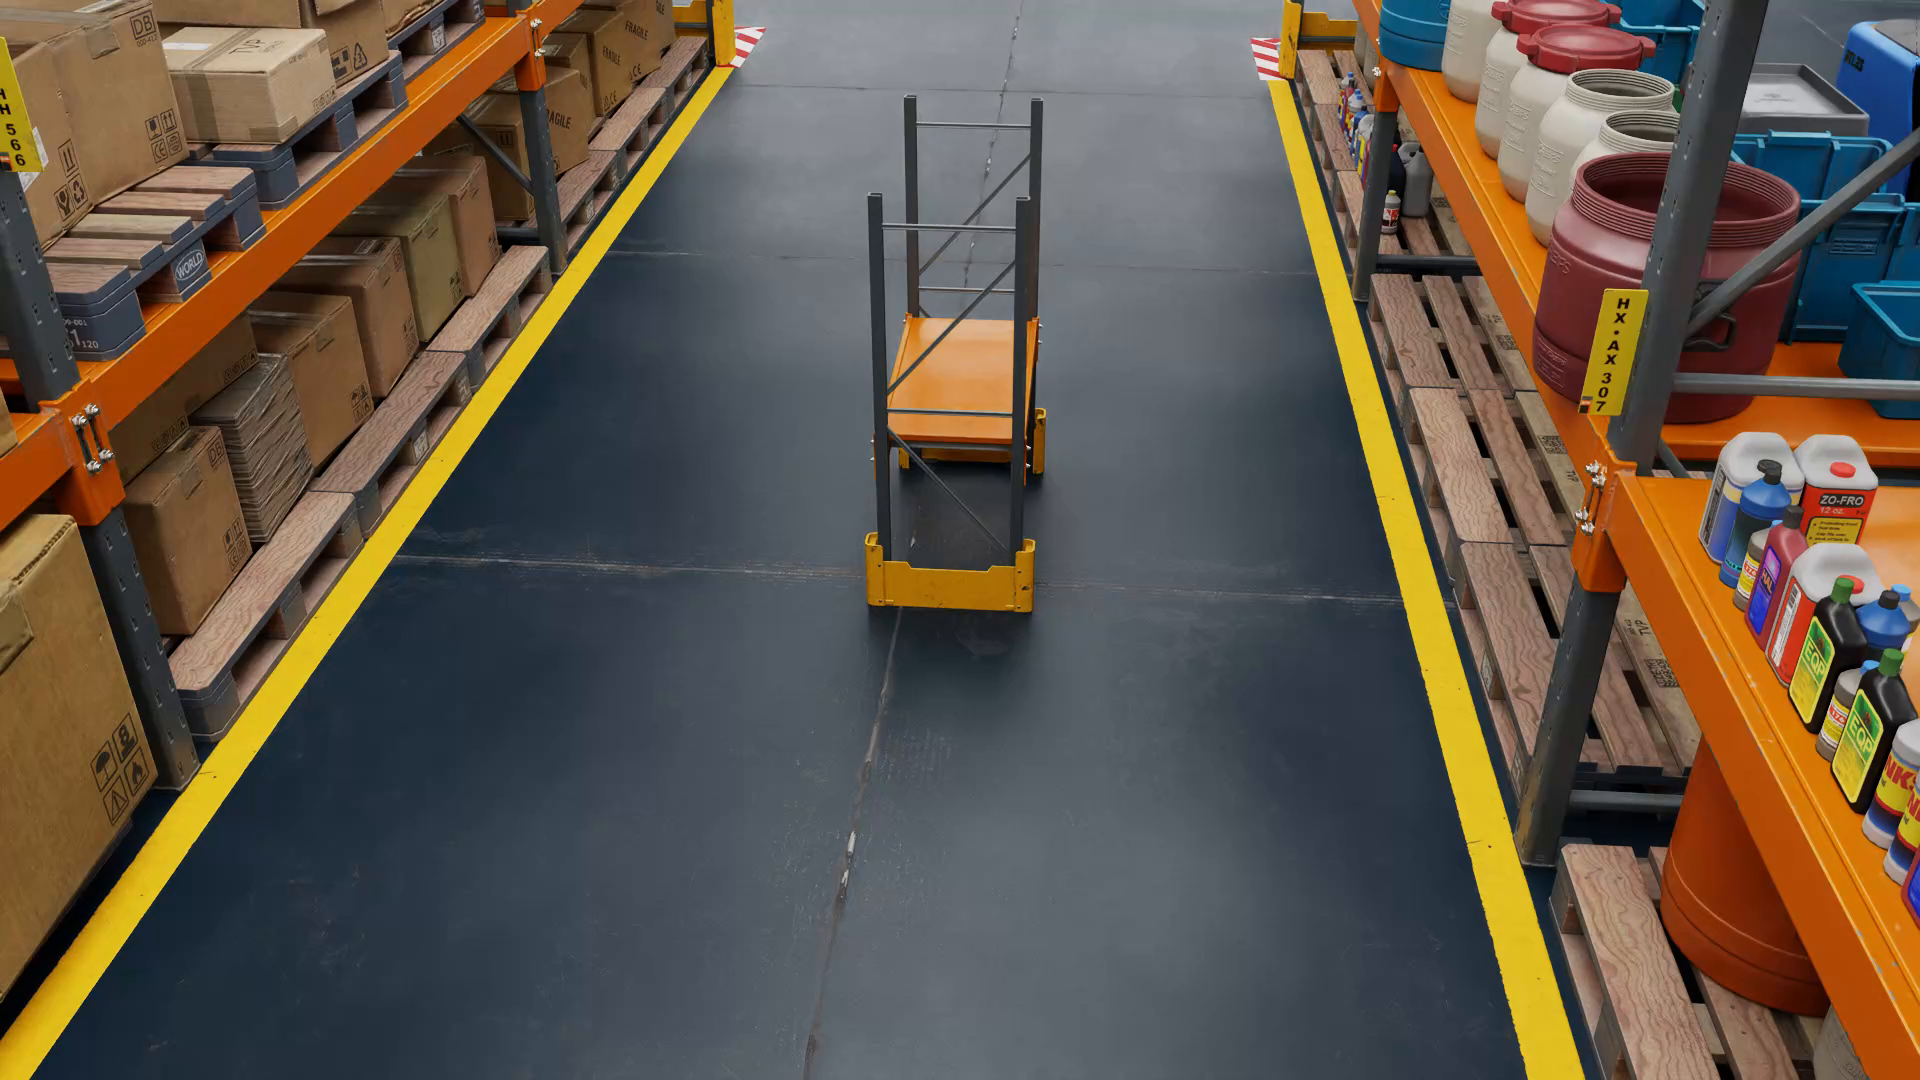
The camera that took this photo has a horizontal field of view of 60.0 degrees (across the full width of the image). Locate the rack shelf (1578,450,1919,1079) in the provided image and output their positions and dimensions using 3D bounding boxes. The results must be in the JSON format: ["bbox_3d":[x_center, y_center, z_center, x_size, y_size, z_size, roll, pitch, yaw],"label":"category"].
[{"bbox_3d":[1.939,0.998,2.458,1.077,0.370,4.000,2,32,4],"label":"rack shelf"}]

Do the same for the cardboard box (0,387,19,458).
[{"bbox_3d":[-2.628,-0.340,3.847,0.500,0.500,0.500,3,32,5],"label":"cardboard box"}]

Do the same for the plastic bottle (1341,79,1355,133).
[{"bbox_3d":[2.258,-2.516,9.644,0.061,0.283,0.133,3,32,5],"label":"plastic bottle"}]

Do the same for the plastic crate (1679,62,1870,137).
[{"bbox_3d":[2.538,-1.214,5.299,0.402,0.464,0.583,2,32,4],"label":"plastic crate"}]

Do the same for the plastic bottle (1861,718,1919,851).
[{"bbox_3d":[1.640,0.405,2.857,0.097,0.271,0.097,0,32,0],"label":"plastic bottle"}]

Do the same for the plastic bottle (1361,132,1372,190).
[{"bbox_3d":[2.180,-2.013,8.828,0.061,0.283,0.133,5,32,7],"label":"plastic bottle"}]

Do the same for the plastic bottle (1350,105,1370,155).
[{"bbox_3d":[2.242,-2.291,9.290,0.097,0.271,0.097,0,32,0],"label":"plastic bottle"}]

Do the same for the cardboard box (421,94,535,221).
[{"bbox_3d":[-2.437,-1.980,8.586,0.500,0.500,0.500,2,32,2],"label":"cardboard box"}]

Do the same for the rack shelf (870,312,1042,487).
[{"bbox_3d":[0.007,-0.530,6.023,0.538,0.185,1.000,2,32,4],"label":"rack shelf"}]

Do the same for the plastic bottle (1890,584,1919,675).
[{"bbox_3d":[1.832,0.180,3.288,0.097,0.201,0.097,0,32,0],"label":"plastic bottle"}]

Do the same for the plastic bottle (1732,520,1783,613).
[{"bbox_3d":[1.700,0.053,3.494,0.097,0.201,0.097,0,32,0],"label":"plastic bottle"}]

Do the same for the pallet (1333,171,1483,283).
[{"bbox_3d":[2.524,-1.608,8.659,1.003,0.211,1.213,2,32,4],"label":"pallet"}]

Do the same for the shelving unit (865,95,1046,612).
[{"bbox_3d":[0.006,-0.678,5.921,0.587,1.500,1.083,2,32,4],"label":"shelving unit"}]

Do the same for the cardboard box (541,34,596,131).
[{"bbox_3d":[-2.425,-2.607,9.604,0.500,0.500,0.500,0,32,0],"label":"cardboard box"}]

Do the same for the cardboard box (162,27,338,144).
[{"bbox_3d":[-2.469,-1.547,5.645,0.500,0.250,0.500,2,32,3],"label":"cardboard box"}]

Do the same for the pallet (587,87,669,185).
[{"bbox_3d":[-2.393,-2.463,10.045,1.003,0.211,1.213,2,32,4],"label":"pallet"}]

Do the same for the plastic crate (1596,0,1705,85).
[{"bbox_3d":[2.648,-1.849,6.407,0.392,0.384,0.575,2,32,4],"label":"plastic crate"}]

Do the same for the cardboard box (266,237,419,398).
[{"bbox_3d":[-2.683,-0.919,6.846,0.700,0.500,0.500,0,32,0],"label":"cardboard box"}]

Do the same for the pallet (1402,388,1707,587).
[{"bbox_3d":[2.305,-0.207,6.385,1.003,0.211,1.213,2,32,4],"label":"pallet"}]

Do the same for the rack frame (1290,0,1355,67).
[{"bbox_3d":[2.753,-4.538,10.754,1.000,3.000,0.127,2,32,4],"label":"rack frame"}]

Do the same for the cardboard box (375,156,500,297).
[{"bbox_3d":[-2.581,-1.461,7.724,0.700,0.500,0.500,0,32,0],"label":"cardboard box"}]

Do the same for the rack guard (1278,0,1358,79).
[{"bbox_3d":[2.794,-3.432,11.342,1.175,0.500,0.348,2,32,4],"label":"rack guard"}]

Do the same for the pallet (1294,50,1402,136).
[{"bbox_3d":[2.722,-2.884,10.729,1.003,0.211,1.213,2,32,4],"label":"pallet"}]

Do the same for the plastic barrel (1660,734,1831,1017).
[{"bbox_3d":[2.079,0.647,4.009,0.600,0.830,0.708,2,32,4],"label":"plastic barrel"}]

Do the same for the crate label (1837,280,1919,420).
[{"bbox_3d":[2.510,-0.487,4.341,0.303,0.233,0.416,2,32,4],"label":"crate label"}]

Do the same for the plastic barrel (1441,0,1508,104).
[{"bbox_3d":[2.131,-2.013,6.528,0.433,0.535,0.433,0,32,0],"label":"plastic barrel"}]

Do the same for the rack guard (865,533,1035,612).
[{"bbox_3d":[-0.034,0.114,5.827,0.587,0.250,0.087,2,32,4],"label":"rack guard"}]

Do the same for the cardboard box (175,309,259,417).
[{"bbox_3d":[-2.777,-0.638,5.674,0.500,0.250,0.500,6,32,10],"label":"cardboard box"}]

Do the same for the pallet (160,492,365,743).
[{"bbox_3d":[-2.770,0.213,5.704,1.003,0.211,1.213,2,32,4],"label":"pallet"}]

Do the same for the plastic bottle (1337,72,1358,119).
[{"bbox_3d":[2.295,-2.629,9.838,0.097,0.271,0.097,0,32,0],"label":"plastic bottle"}]

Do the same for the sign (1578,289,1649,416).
[{"bbox_3d":[1.553,-0.444,3.955,0.100,0.325,0.005,2,32,4],"label":"sign"}]

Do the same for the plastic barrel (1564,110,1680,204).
[{"bbox_3d":[1.973,-0.949,4.824,0.421,0.512,0.421,0,32,0],"label":"plastic barrel"}]

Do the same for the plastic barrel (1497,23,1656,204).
[{"bbox_3d":[2.036,-1.403,5.538,0.433,0.535,0.433,0,32,0],"label":"plastic barrel"}]

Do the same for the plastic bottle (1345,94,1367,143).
[{"bbox_3d":[2.259,-2.397,9.462,0.097,0.271,0.097,0,32,0],"label":"plastic bottle"}]

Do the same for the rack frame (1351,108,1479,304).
[{"bbox_3d":[2.427,-2.446,7.360,1.000,3.000,0.127,2,32,4],"label":"rack frame"}]

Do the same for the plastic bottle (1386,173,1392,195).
[{"bbox_3d":[2.138,-1.743,8.388,0.061,0.283,0.133,4,32,6],"label":"plastic bottle"}]

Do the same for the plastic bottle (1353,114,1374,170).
[{"bbox_3d":[2.252,-2.177,9.100,0.152,0.276,0.135,3,32,5],"label":"plastic bottle"}]

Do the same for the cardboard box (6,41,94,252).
[{"bbox_3d":[-2.831,-1.071,4.634,0.500,0.500,0.500,-1,32,-2],"label":"cardboard box"}]

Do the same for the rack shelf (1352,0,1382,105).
[{"bbox_3d":[2.590,-3.186,9.246,1.077,0.370,4.000,2,32,4],"label":"rack shelf"}]

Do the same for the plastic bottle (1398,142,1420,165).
[{"bbox_3d":[2.358,-1.930,8.699,0.152,0.276,0.135,2,32,4],"label":"plastic bottle"}]

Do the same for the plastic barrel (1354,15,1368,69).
[{"bbox_3d":[2.776,-3.310,10.733,0.421,0.512,0.421,0,32,0],"label":"plastic barrel"}]

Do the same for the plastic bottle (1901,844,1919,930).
[{"bbox_3d":[1.605,0.510,2.675,0.061,0.283,0.133,2,32,4],"label":"plastic bottle"}]

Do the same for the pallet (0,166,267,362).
[{"bbox_3d":[-2.883,-0.861,4.972,1.213,0.211,1.003,2,32,4],"label":"pallet"}]

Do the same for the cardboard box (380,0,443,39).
[{"bbox_3d":[-2.713,-2.682,6.771,1.000,1.000,1.000,3,32,4],"label":"cardboard box"}]

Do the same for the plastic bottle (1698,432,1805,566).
[{"bbox_3d":[1.744,-0.089,3.654,0.152,0.276,0.135,2,32,4],"label":"plastic bottle"}]

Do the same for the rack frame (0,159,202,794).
[{"bbox_3d":[-2.835,-0.566,4.309,1.000,3.000,0.127,2,32,4],"label":"rack frame"}]

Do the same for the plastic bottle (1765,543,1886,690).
[{"bbox_3d":[1.707,0.153,3.261,0.152,0.276,0.135,2,32,4],"label":"plastic bottle"}]

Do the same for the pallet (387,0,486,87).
[{"bbox_3d":[-2.716,-2.182,7.115,1.003,0.211,1.213,2,32,4],"label":"pallet"}]

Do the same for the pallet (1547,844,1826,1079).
[{"bbox_3d":[2.079,1.247,4.026,1.003,0.211,1.213,2,32,4],"label":"pallet"}]

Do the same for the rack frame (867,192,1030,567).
[{"bbox_3d":[-0.034,-0.417,5.498,0.500,1.500,0.032,2,32,4],"label":"rack frame"}]

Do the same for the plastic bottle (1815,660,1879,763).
[{"bbox_3d":[1.659,0.314,3.071,0.097,0.201,0.097,0,32,0],"label":"plastic bottle"}]

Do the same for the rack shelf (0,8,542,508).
[{"bbox_3d":[-2.672,-1.306,6.195,1.077,0.370,4.000,2,32,4],"label":"rack shelf"}]

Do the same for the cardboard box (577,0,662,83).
[{"bbox_3d":[-2.266,-3.224,10.605,0.500,0.500,0.500,11,33,17],"label":"cardboard box"}]

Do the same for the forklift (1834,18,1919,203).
[{"bbox_3d":[5.004,-2.219,7.057,1.130,2.935,3.031,1,32,2],"label":"forklift"}]

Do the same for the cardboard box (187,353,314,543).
[{"bbox_3d":[-2.768,-0.331,5.891,0.700,0.500,0.500,0,32,0],"label":"cardboard box"}]
